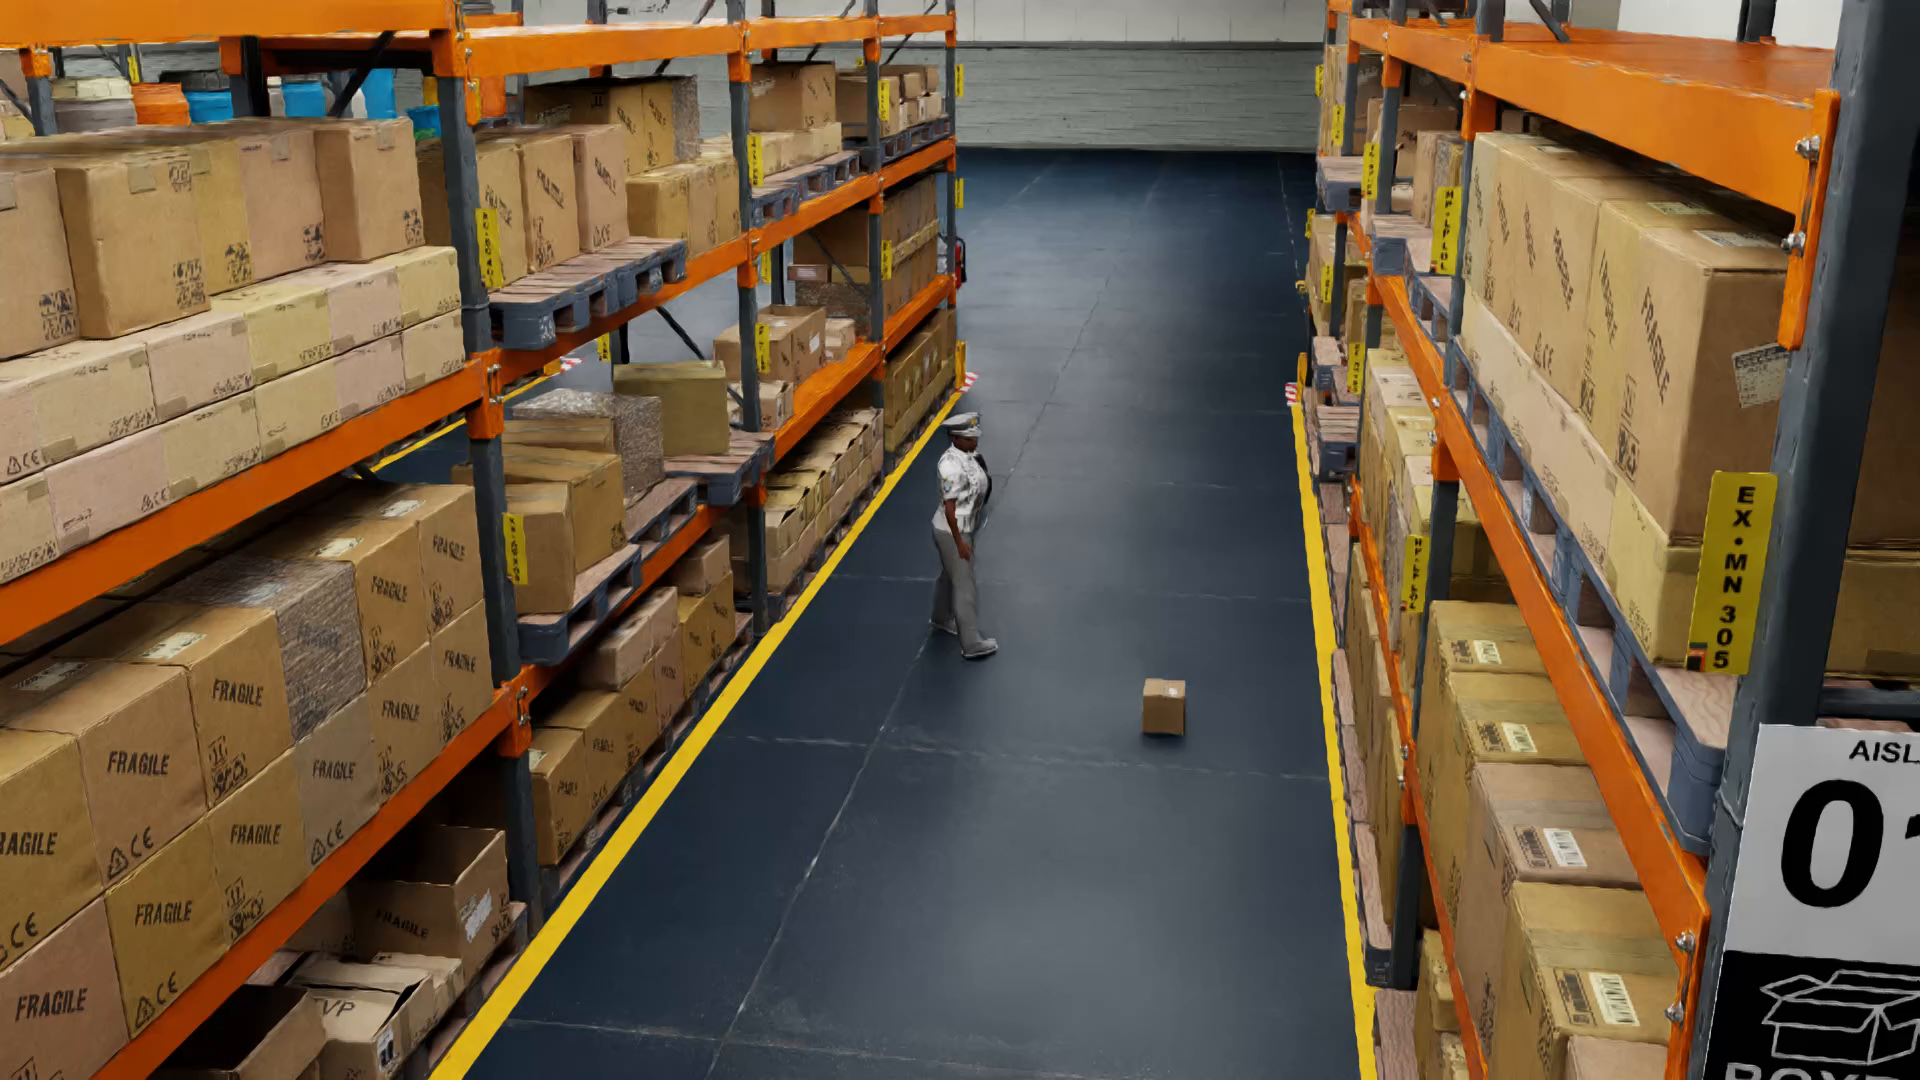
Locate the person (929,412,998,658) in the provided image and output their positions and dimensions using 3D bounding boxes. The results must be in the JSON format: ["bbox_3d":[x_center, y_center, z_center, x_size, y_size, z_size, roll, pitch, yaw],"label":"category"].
[{"bbox_3d":[0.008,-0.065,11.271,0.562,1.669,0.580,5,19,15],"label":"person"}]
